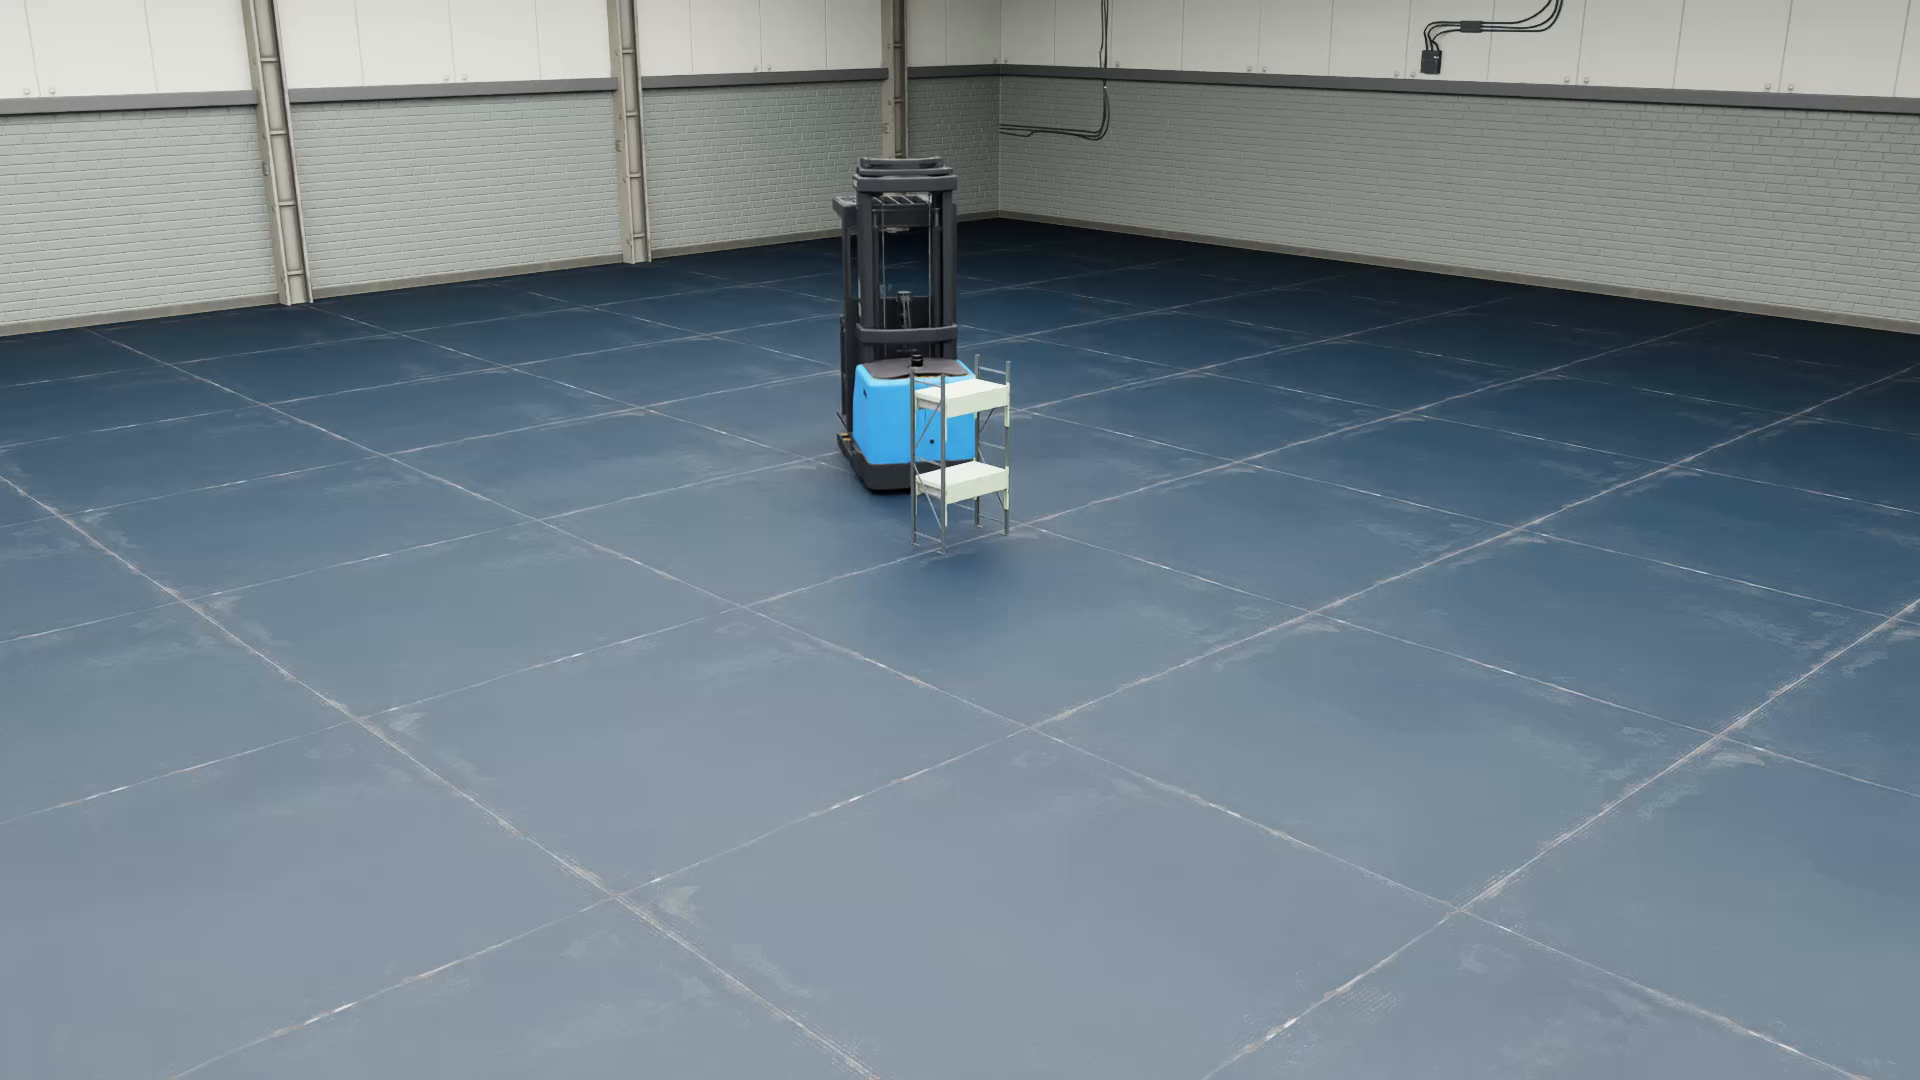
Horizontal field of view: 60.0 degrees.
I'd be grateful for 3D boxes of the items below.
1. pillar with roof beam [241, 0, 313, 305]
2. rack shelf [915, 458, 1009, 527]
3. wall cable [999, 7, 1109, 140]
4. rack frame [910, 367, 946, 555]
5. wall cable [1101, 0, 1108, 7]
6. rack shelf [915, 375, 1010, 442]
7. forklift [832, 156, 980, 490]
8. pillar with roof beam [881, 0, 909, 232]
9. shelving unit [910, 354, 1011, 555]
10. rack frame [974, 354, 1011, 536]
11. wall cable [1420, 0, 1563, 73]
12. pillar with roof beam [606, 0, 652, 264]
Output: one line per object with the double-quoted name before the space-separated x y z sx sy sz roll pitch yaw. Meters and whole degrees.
"pillar with roof beam" -7.016 -6.884 20.628 0.400 9.000 9.100 -16 24 -41
"rack shelf" 0.005 -0.405 13.858 0.720 0.370 0.431 -16 24 -41
"wall cable" 1.795 -9.243 32.936 0.112 2.526 3.097 -16 24 -41
"rack frame" -0.261 -0.637 13.519 0.023 1.500 0.400 -16 24 -41
"wall cable" 3.654 -11.039 30.287 0.112 2.526 3.097 -16 24 -41
"rack shelf" 0.005 -1.086 13.637 0.720 0.370 0.431 -16 24 -41
"forklift" -0.625 -2.267 16.224 1.130 2.935 3.031 -4 18 -11
"pillar with roof beam" 1.704 -9.427 28.470 0.400 9.000 9.100 -16 24 -41
"shelving unit" 0.005 -0.715 13.758 0.755 1.500 0.431 -16 24 -41
"rack frame" 0.271 -0.792 13.997 0.023 1.500 0.400 -16 24 -41
"wall cable" 8.306 -10.207 25.360 0.169 6.003 2.305 -16 24 -41
"pillar with roof beam" -2.656 -8.156 24.549 0.400 9.000 9.100 -16 24 -41
